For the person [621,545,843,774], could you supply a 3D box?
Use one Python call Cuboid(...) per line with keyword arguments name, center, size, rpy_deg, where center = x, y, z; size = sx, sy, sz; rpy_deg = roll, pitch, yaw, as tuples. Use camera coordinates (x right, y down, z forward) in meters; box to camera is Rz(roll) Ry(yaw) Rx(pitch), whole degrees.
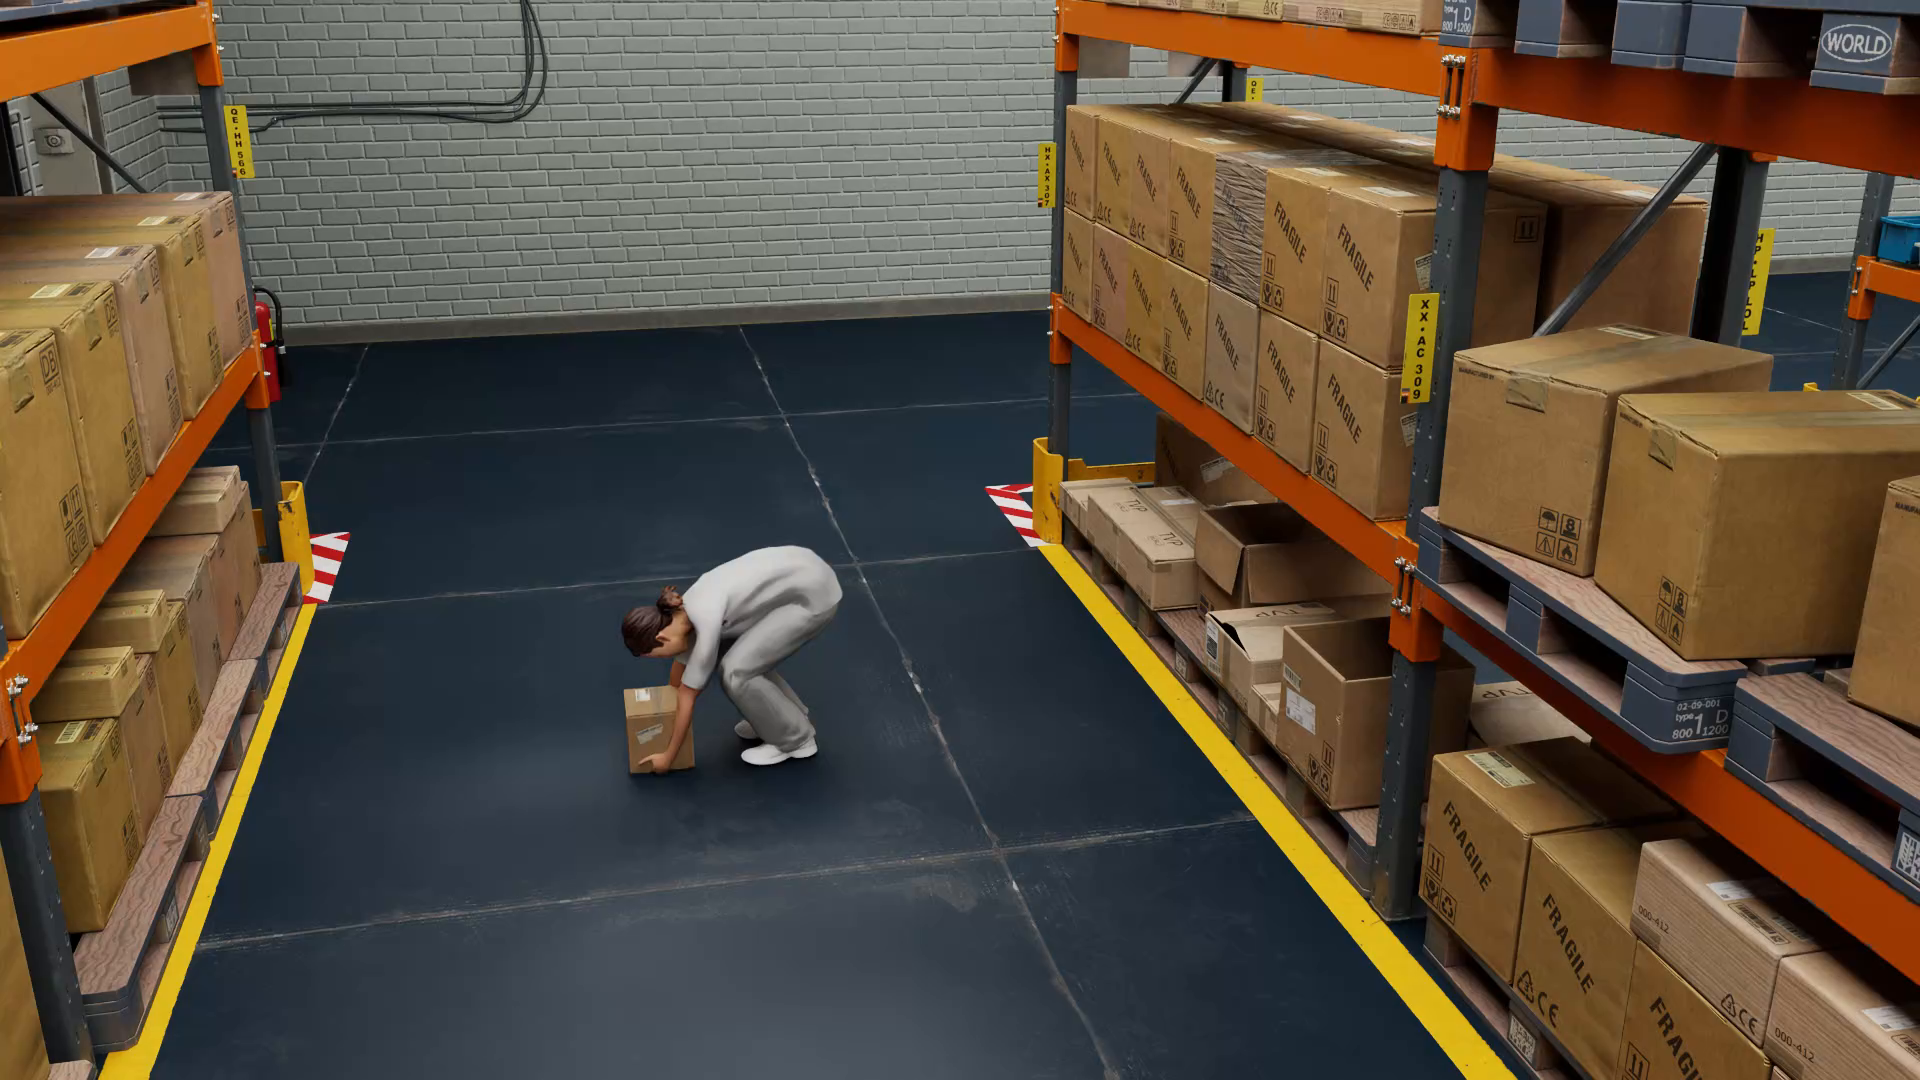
Cuboid(name="person", center=(-0.887, 0.465, 6.548), size=(0.857, 0.837, 0.476), rpy_deg=(-5, 20, -15))
